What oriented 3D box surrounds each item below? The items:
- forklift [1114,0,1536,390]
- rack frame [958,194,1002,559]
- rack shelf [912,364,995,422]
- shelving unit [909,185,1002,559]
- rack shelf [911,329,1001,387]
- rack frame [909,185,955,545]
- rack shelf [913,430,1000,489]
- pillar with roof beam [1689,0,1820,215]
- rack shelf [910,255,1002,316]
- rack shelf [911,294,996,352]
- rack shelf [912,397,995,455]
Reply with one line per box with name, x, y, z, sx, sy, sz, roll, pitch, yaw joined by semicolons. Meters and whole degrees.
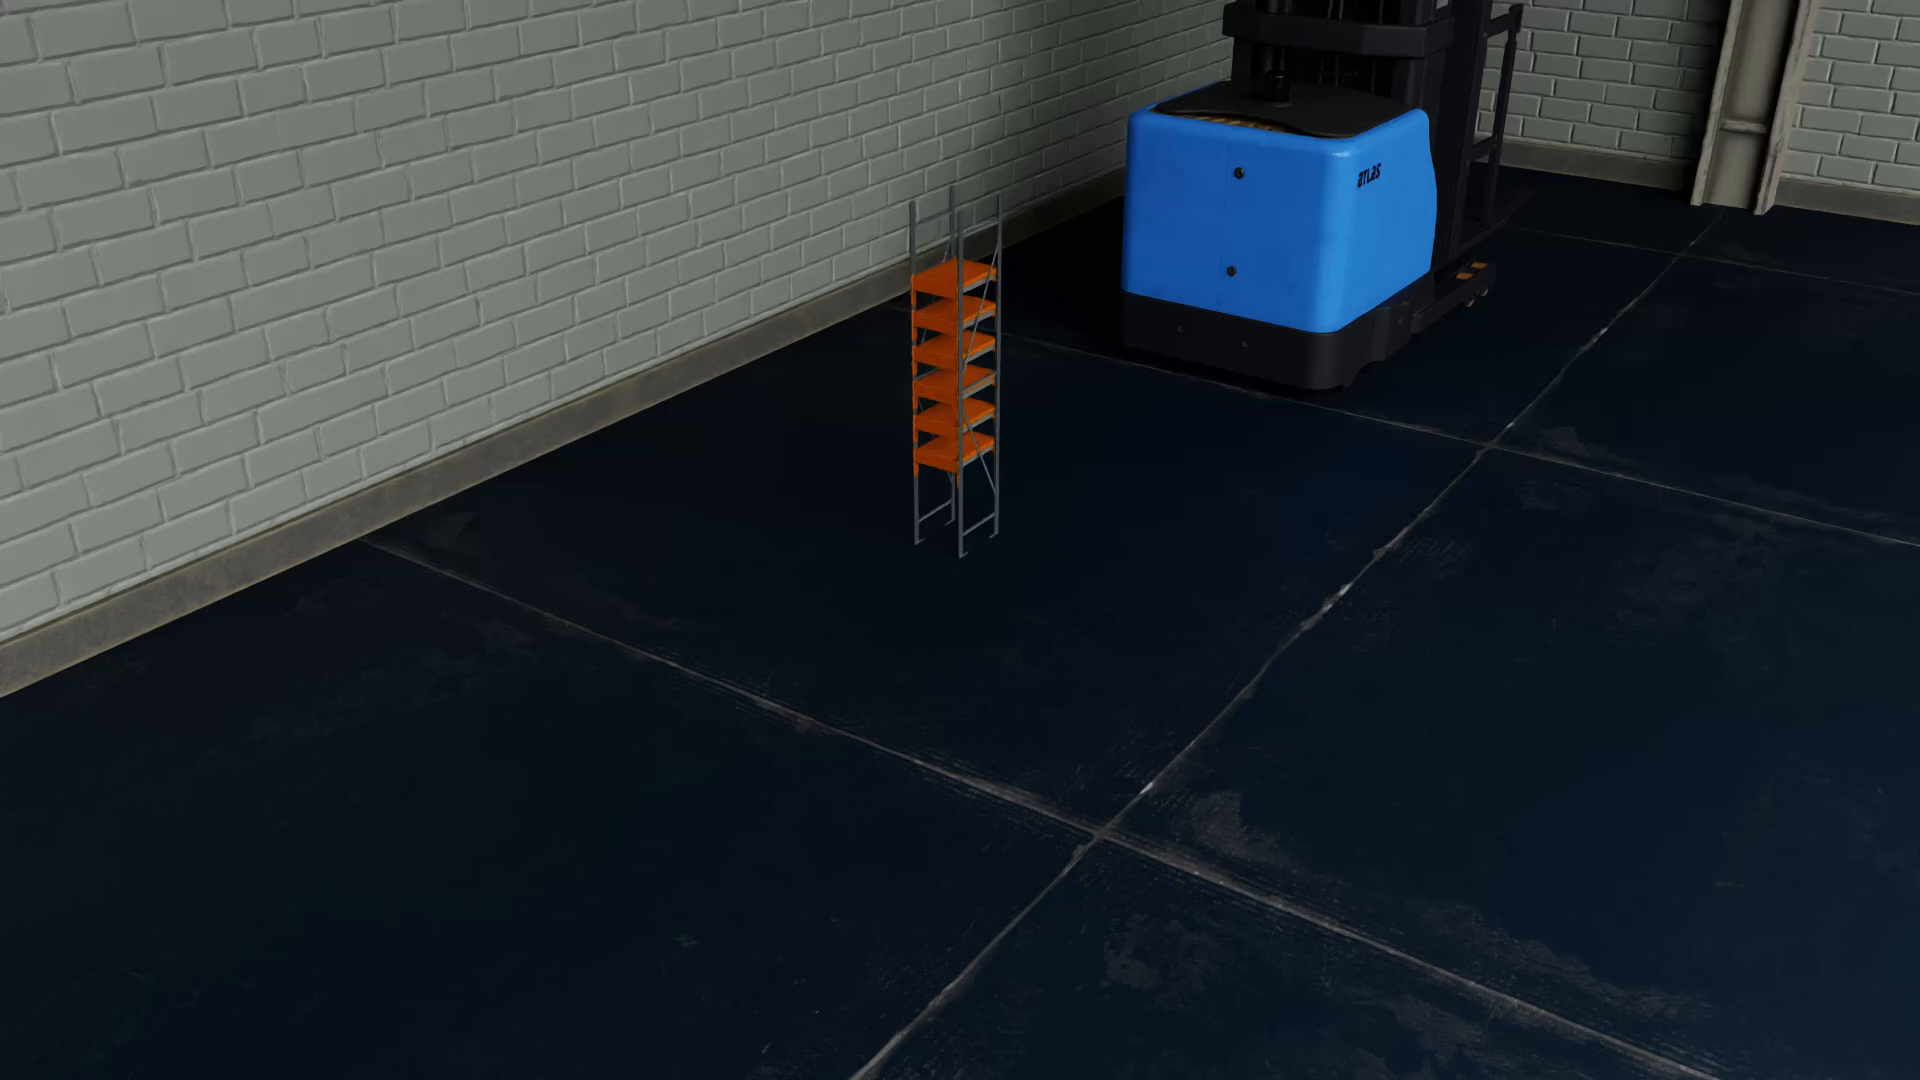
forklift;1.948;-2.532;7.493;1.130;2.935;3.031;18;32;31
rack frame;0.063;-0.515;5.439;0.006;1.200;0.240;17;32;30
rack shelf;-0.012;-0.499;5.505;0.180;0.103;0.258;17;32;30
shelving unit;-0.012;-0.538;5.485;0.189;1.200;0.258;17;32;30
rack shelf;-0.012;-0.606;5.451;0.180;0.103;0.258;17;32;30
rack frame;-0.087;-0.562;5.531;0.006;1.200;0.240;17;32;30
rack shelf;-0.012;-0.285;5.614;0.180;0.103;0.258;17;32;30
pillar with roof beam;1.991;-4.330;4.337;0.400;9.000;9.100;17;32;30
rack shelf;-0.012;-0.820;5.342;0.180;0.103;0.258;17;32;30
rack shelf;-0.012;-0.713;5.396;0.180;0.103;0.258;17;32;30
rack shelf;-0.012;-0.392;5.560;0.180;0.103;0.258;17;32;30
